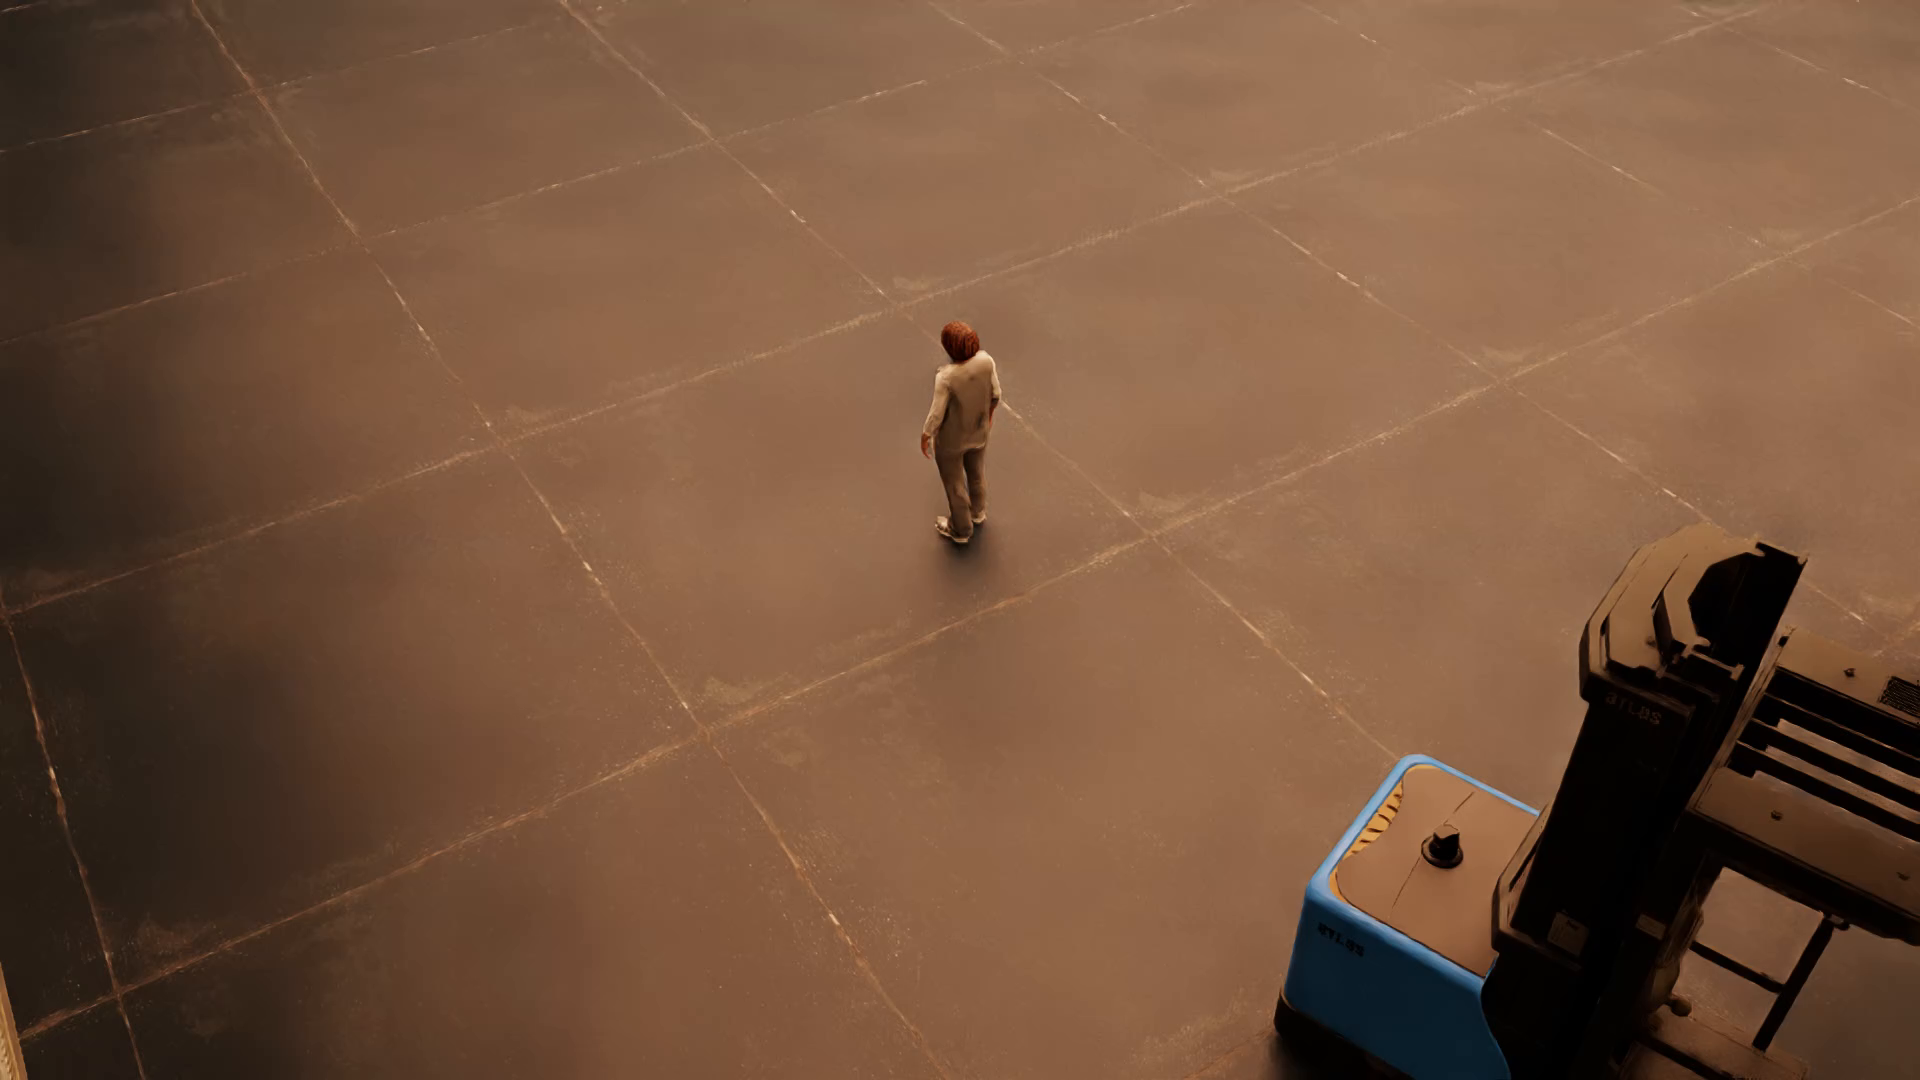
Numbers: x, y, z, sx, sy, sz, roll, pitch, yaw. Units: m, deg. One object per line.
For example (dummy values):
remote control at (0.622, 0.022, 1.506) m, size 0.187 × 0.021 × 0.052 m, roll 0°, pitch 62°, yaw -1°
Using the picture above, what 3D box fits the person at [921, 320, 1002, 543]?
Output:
person at (-0.028, -0.653, 9.621) m, size 0.521 × 1.597 × 0.474 m, roll -23°, pitch 46°, yaw -24°

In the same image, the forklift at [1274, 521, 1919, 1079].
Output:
forklift at (2.894, 1.475, 6.183) m, size 3.031 × 2.935 × 1.130 m, roll 27°, pitch 48°, yaw 27°
